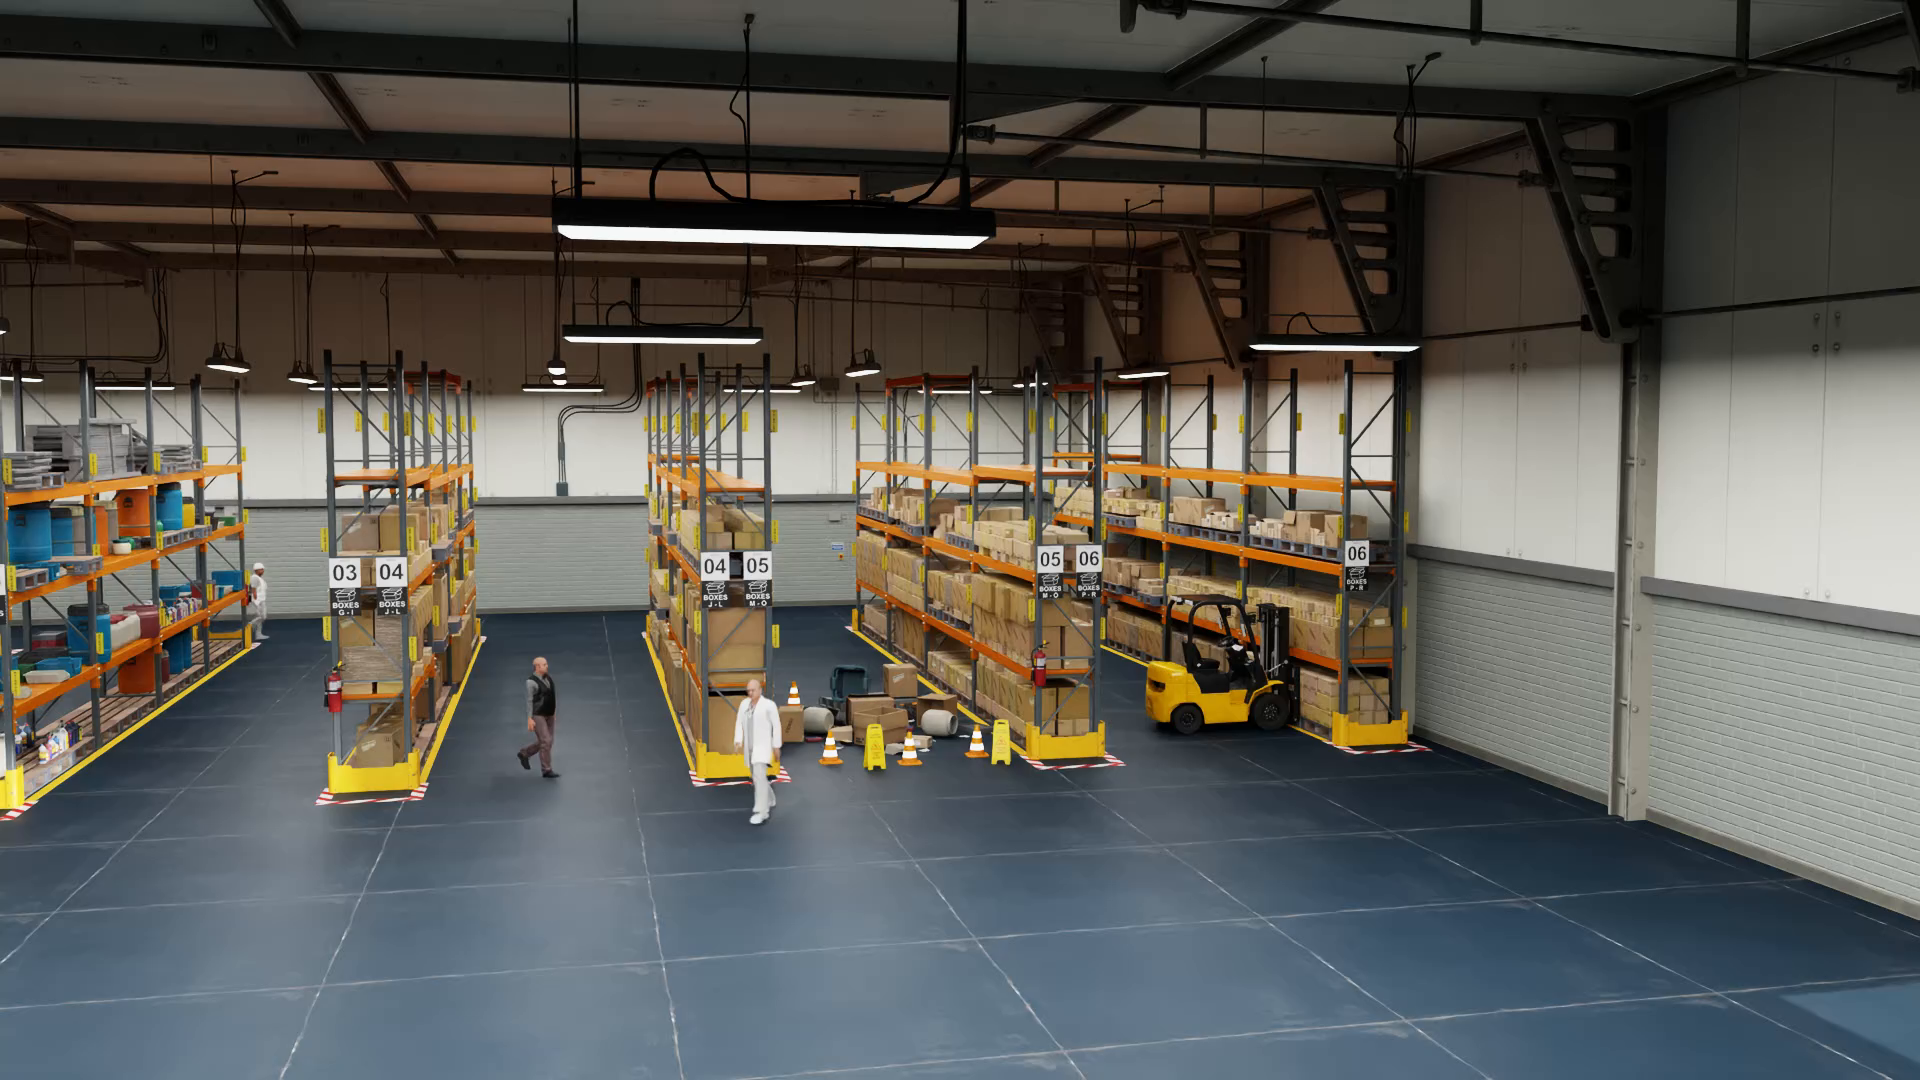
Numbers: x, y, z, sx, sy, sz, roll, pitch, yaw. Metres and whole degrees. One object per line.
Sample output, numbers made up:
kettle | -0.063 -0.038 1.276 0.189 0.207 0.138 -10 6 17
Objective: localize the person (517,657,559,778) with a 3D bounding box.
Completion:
person | -5.981 2.499 23.604 0.819 1.696 0.568 2 4 23

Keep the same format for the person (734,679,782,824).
person | -2.568 2.745 21.241 0.682 1.545 0.912 3 5 37

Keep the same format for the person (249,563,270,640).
person | -16.294 1.420 38.455 0.552 1.783 0.593 -1 4 -20
